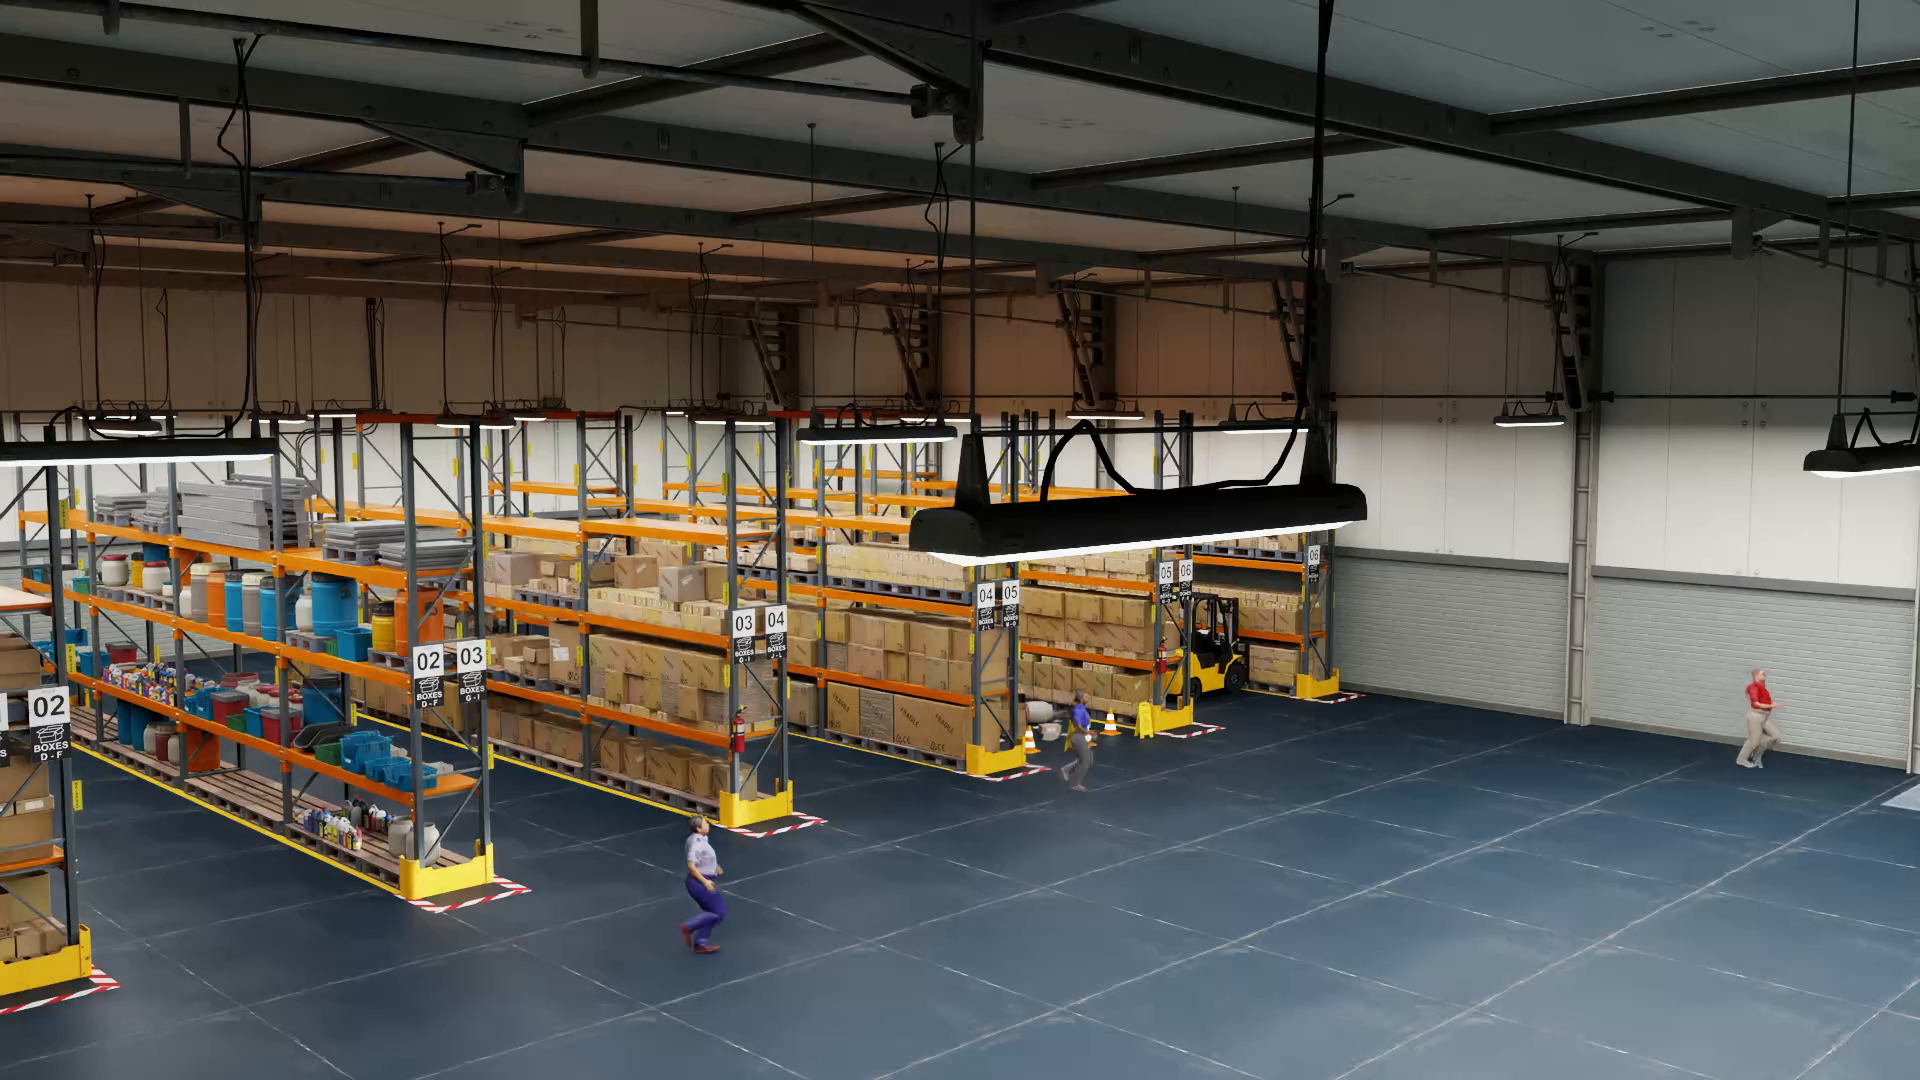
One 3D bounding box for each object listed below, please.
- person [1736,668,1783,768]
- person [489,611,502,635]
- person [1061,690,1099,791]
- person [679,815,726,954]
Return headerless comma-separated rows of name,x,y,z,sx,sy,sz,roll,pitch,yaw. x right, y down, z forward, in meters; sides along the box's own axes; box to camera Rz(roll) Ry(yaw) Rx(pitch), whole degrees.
person,13.562,3.035,28.174,0.692,1.729,0.641,4,6,38
person,-10.409,2.348,36.802,0.678,1.603,0.796,-4,6,-39
person,1.928,3.216,26.749,0.596,1.618,0.588,0,5,2
person,-2.939,3.905,18.860,0.542,1.591,0.621,-2,5,-18
